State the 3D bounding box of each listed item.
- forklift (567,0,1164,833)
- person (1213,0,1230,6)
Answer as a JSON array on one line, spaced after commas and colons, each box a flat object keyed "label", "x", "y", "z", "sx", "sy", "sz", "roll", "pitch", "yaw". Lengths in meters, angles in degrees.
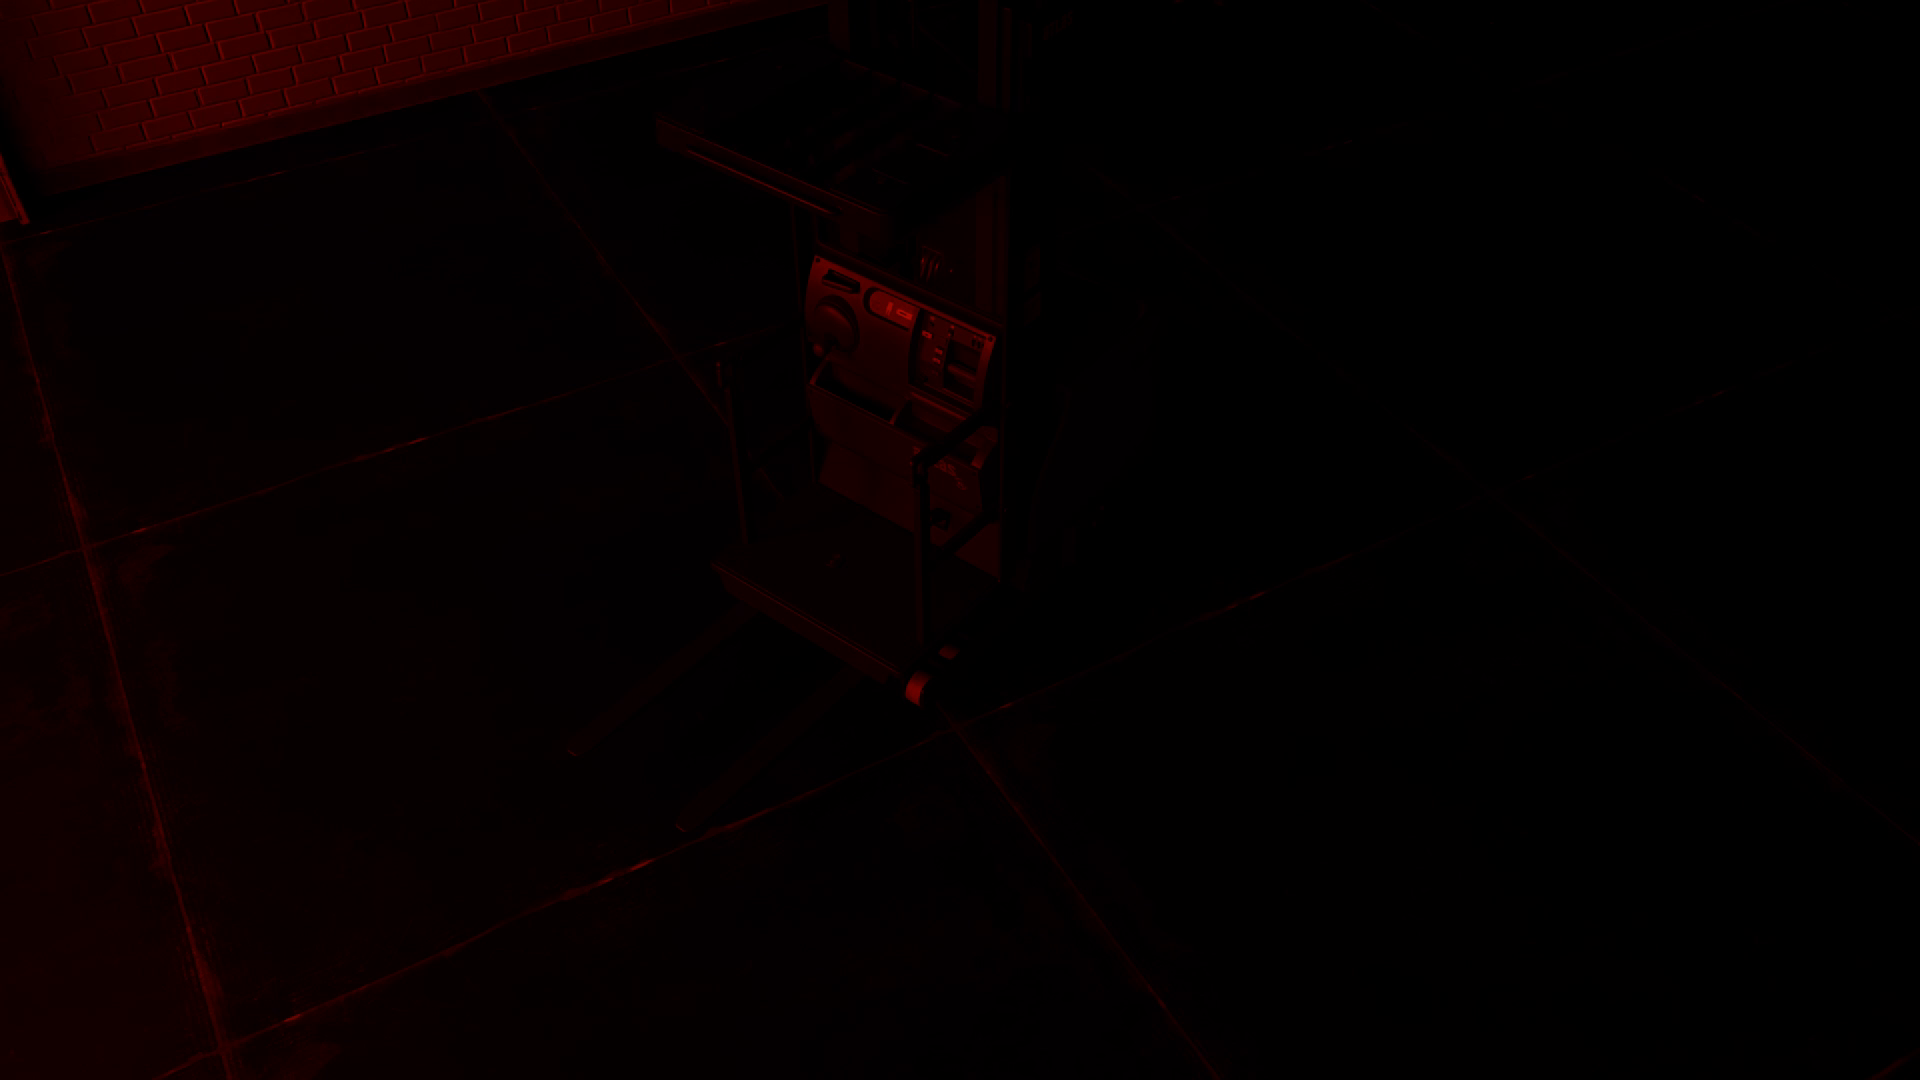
[{"label": "forklift", "x": -0.375, "y": -0.749, "z": 6.505, "sx": 1.130, "sy": 2.935, "sz": 3.031, "roll": 28, "pitch": 50, "yaw": 27}, {"label": "person", "x": 1.801, "y": -4.489, "z": 11.500, "sx": 0.692, "sy": 1.631, "sz": 0.517, "roll": 18, "pitch": 46, "yaw": 18}]
